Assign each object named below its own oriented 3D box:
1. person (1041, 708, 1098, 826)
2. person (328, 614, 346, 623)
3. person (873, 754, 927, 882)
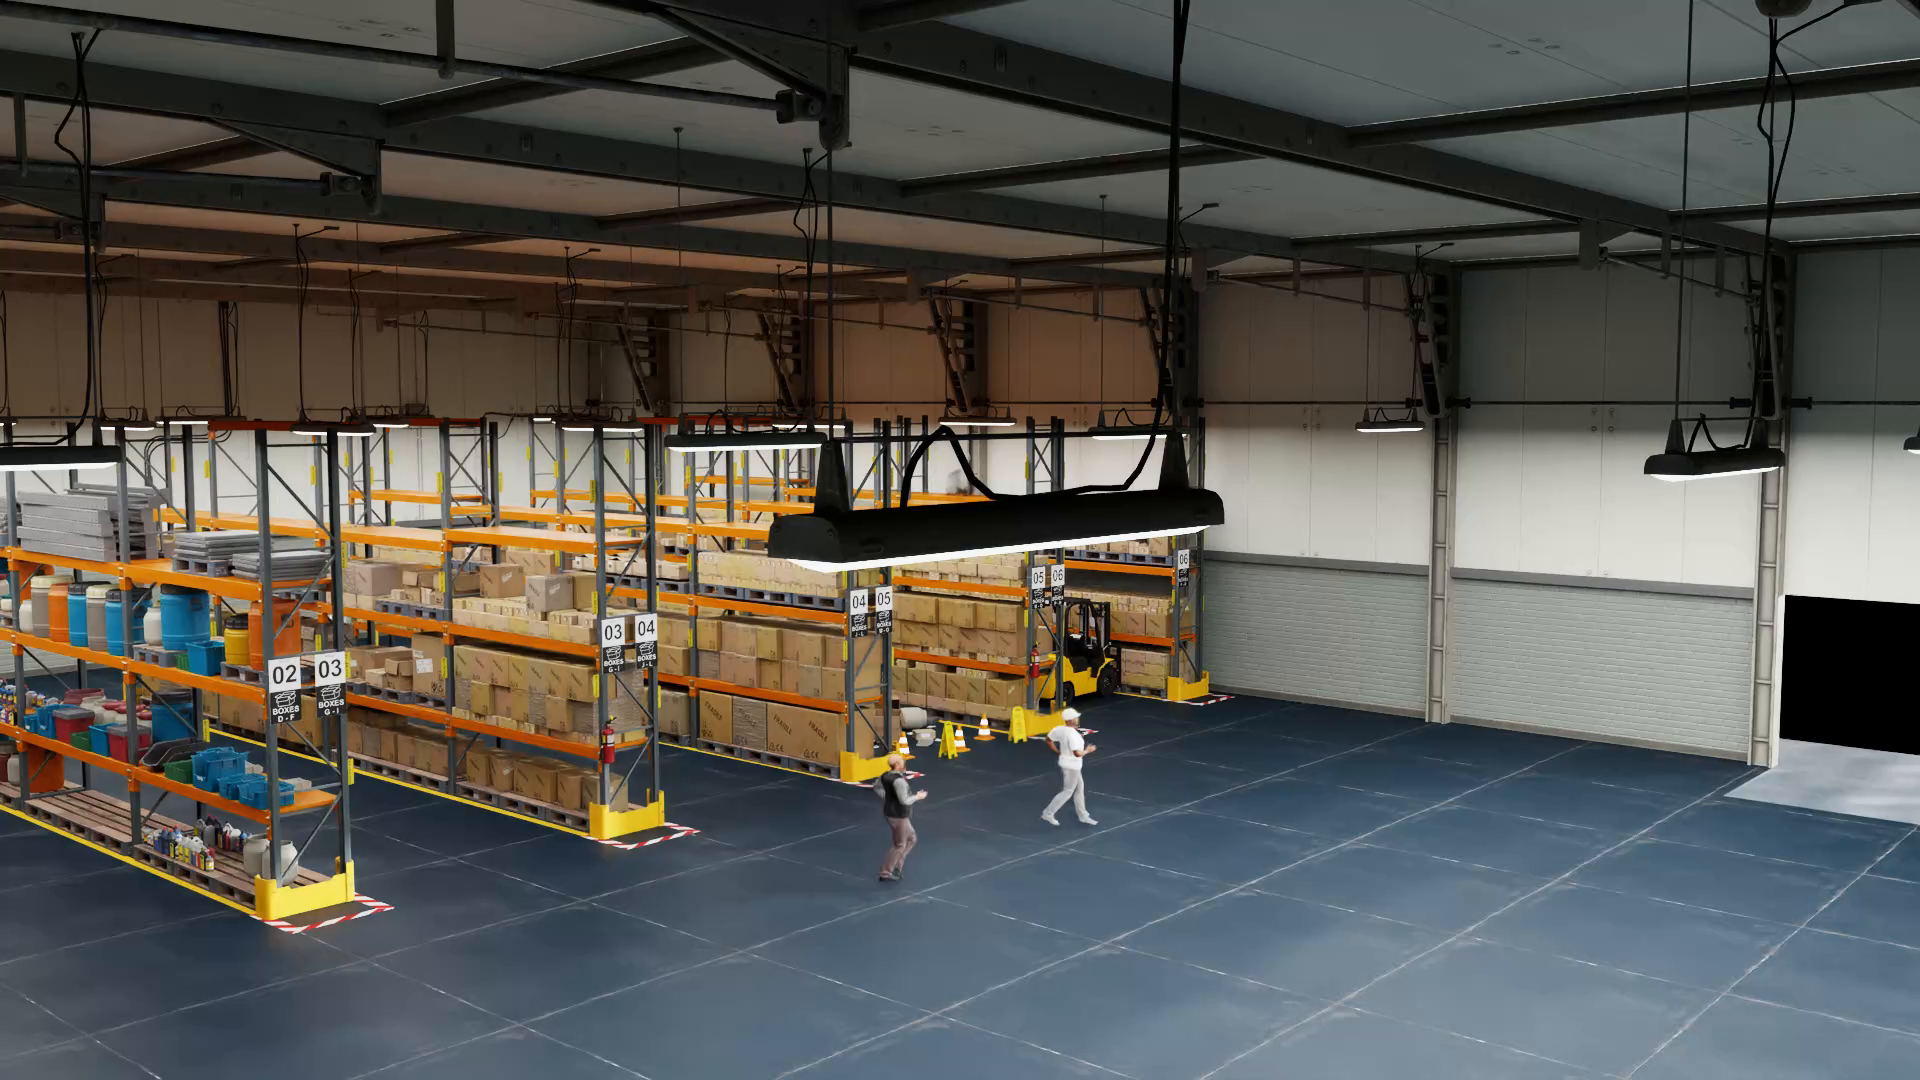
[{"bbox_3d":[1.636,3.379,24.617,0.918,1.786,0.692,-1,5,-14],"label":"person"},{"bbox_3d":[-14.597,2.295,38.889,0.645,1.683,0.609,2,5,27],"label":"person"},{"bbox_3d":[-0.780,3.665,21.879,0.669,1.738,0.640,-2,5,-20],"label":"person"}]
